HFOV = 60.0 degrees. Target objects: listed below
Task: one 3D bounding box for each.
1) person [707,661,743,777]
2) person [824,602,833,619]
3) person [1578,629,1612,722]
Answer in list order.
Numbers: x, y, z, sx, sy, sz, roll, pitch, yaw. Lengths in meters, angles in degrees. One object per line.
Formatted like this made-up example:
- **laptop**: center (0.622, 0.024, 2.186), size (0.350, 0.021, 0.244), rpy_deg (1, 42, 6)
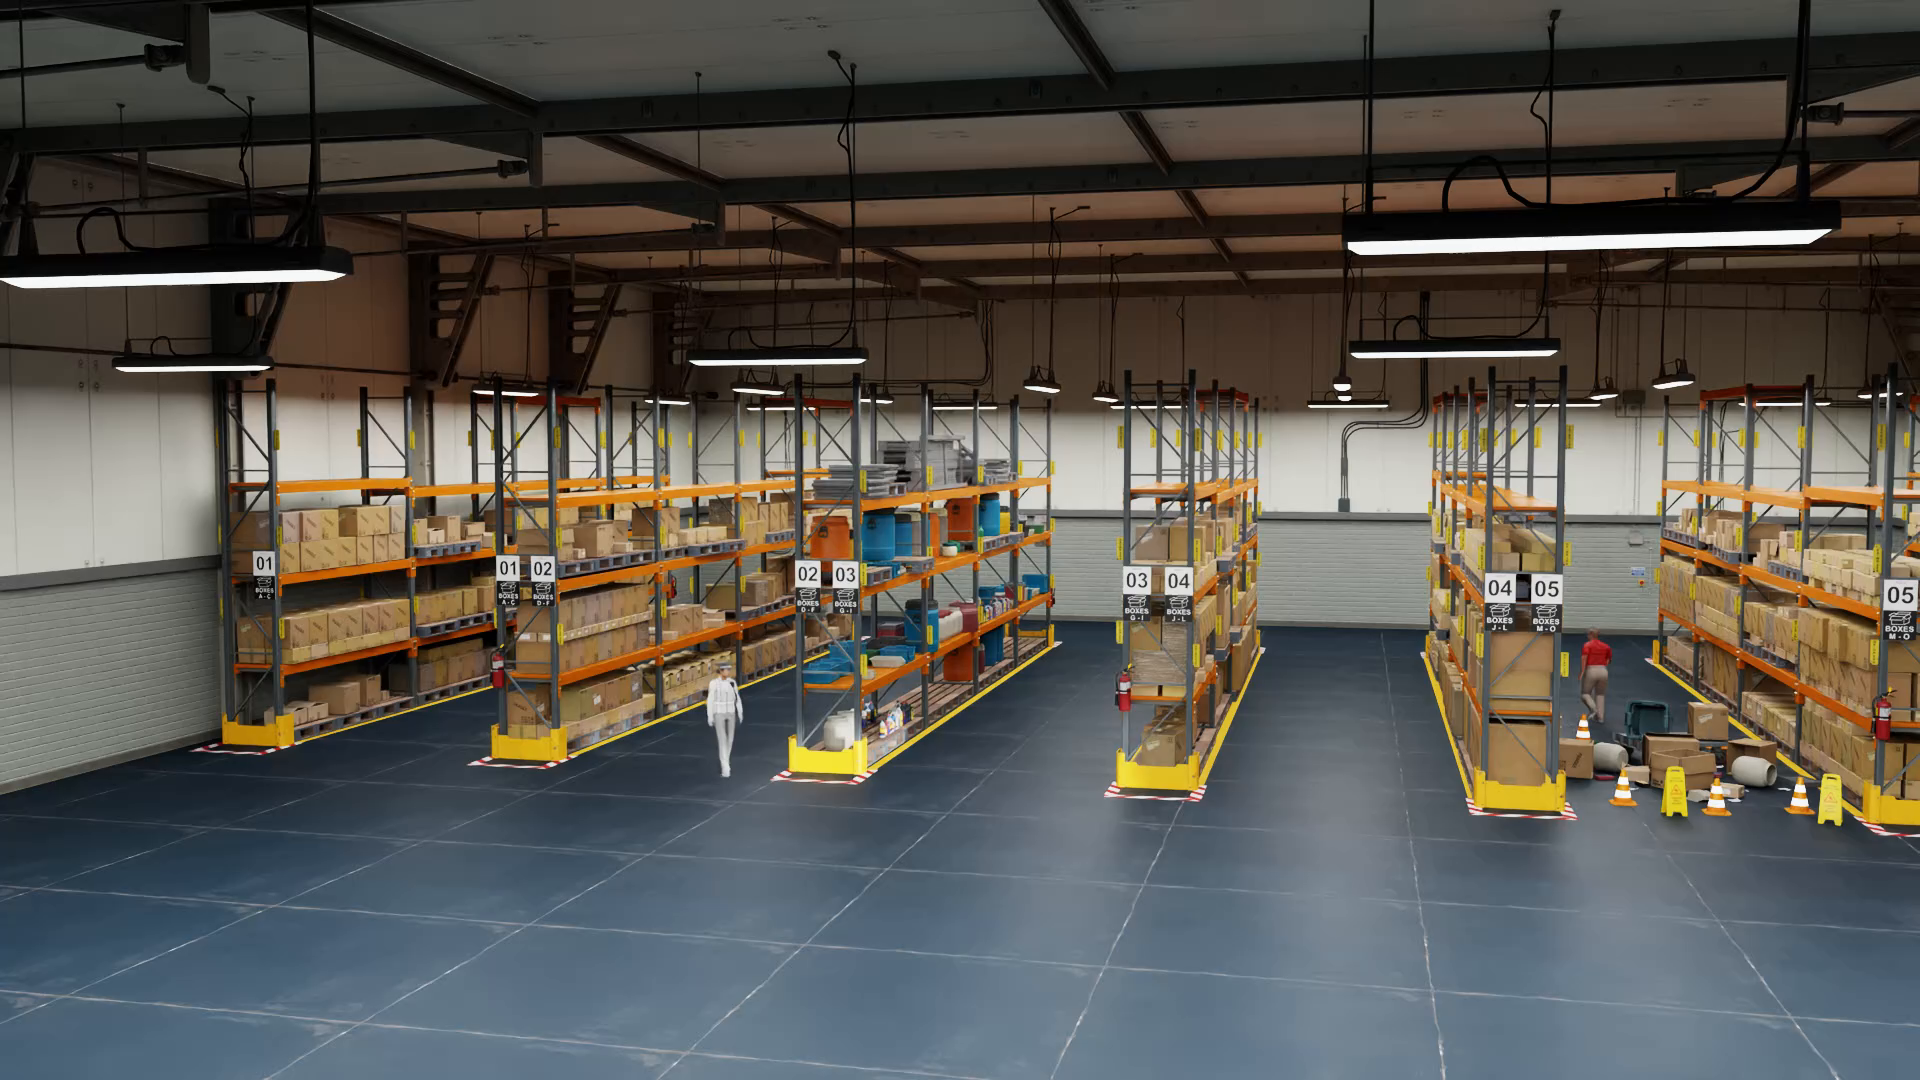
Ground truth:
- **person**: center (-3.481, 2.674, 25.050), size (0.510, 1.675, 0.689), rpy_deg (-2, 4, -33)
- **person**: center (-3.392, 1.524, 43.192), size (0.449, 1.787, 0.568), rpy_deg (1, 4, 13)
- **person**: center (11.330, 2.417, 29.615), size (0.609, 1.624, 0.797), rpy_deg (0, 3, 5)
